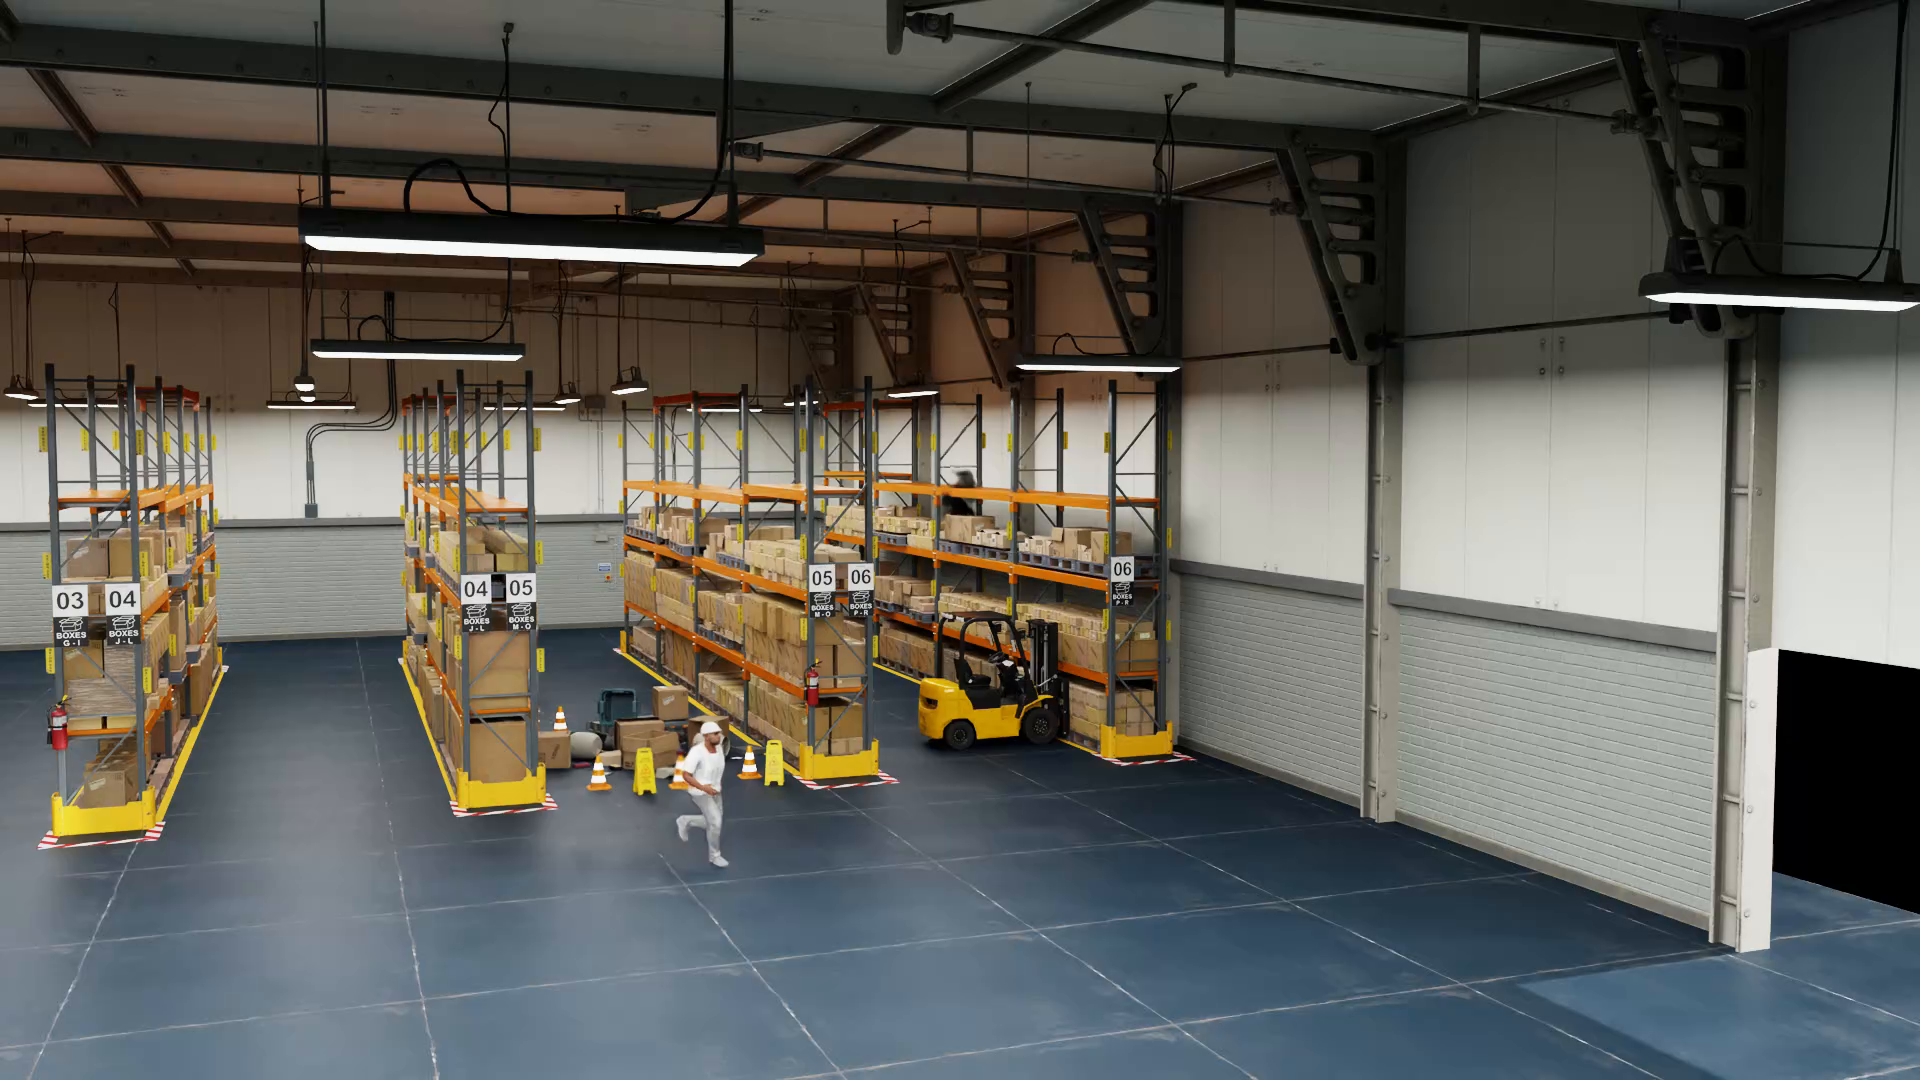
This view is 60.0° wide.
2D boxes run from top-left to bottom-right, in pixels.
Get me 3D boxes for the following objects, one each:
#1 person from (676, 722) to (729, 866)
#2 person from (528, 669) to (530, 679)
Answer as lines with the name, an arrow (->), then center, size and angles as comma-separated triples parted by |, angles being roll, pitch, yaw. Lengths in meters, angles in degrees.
person -> -3.076, 3.007, 19.812 | 0.725, 1.730, 0.726 | 2, 4, 26
person -> -9.108, 2.199, 34.437 | 0.616, 1.614, 0.550 | -1, 4, -23
